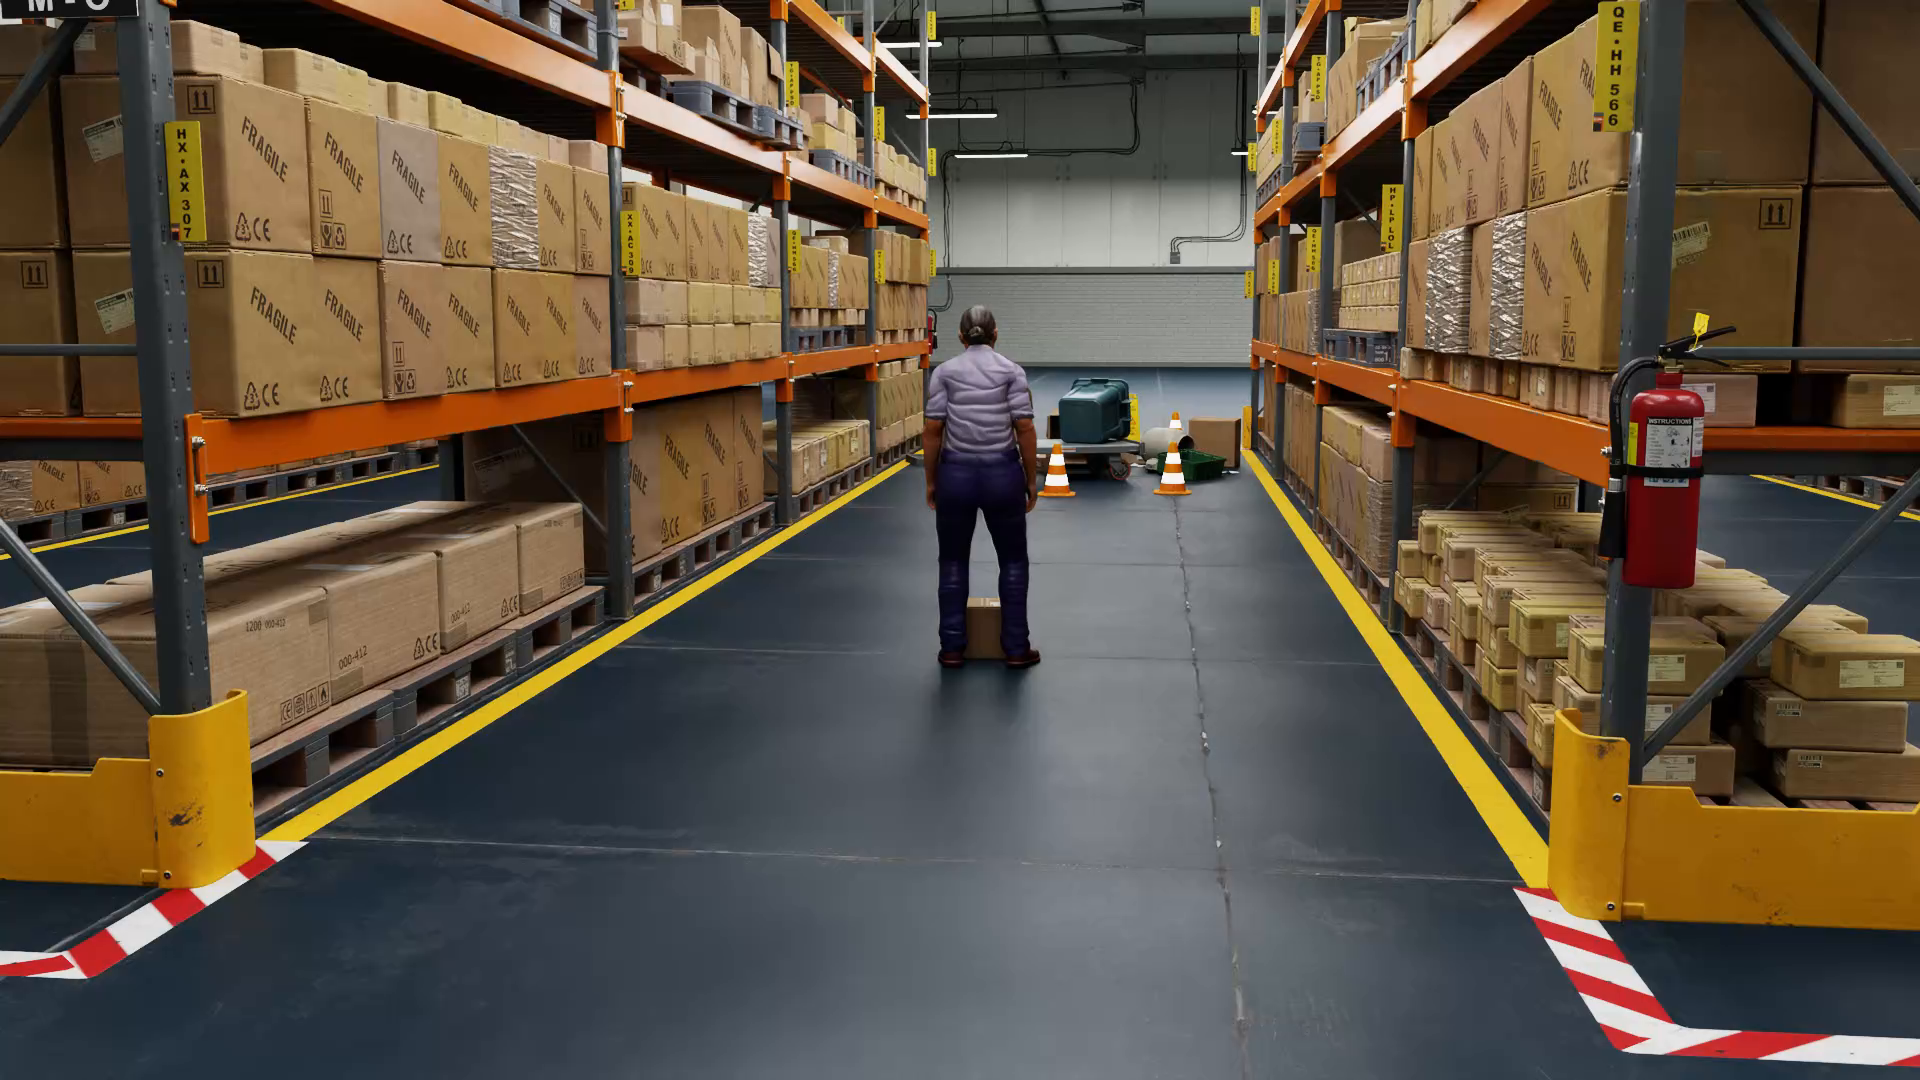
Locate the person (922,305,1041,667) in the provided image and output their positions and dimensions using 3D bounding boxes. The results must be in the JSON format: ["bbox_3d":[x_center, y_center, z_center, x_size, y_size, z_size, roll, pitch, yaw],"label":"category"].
[{"bbox_3d":[0.100,-0.234,7.612,0.537,1.636,0.373,1,8,6],"label":"person"}]
